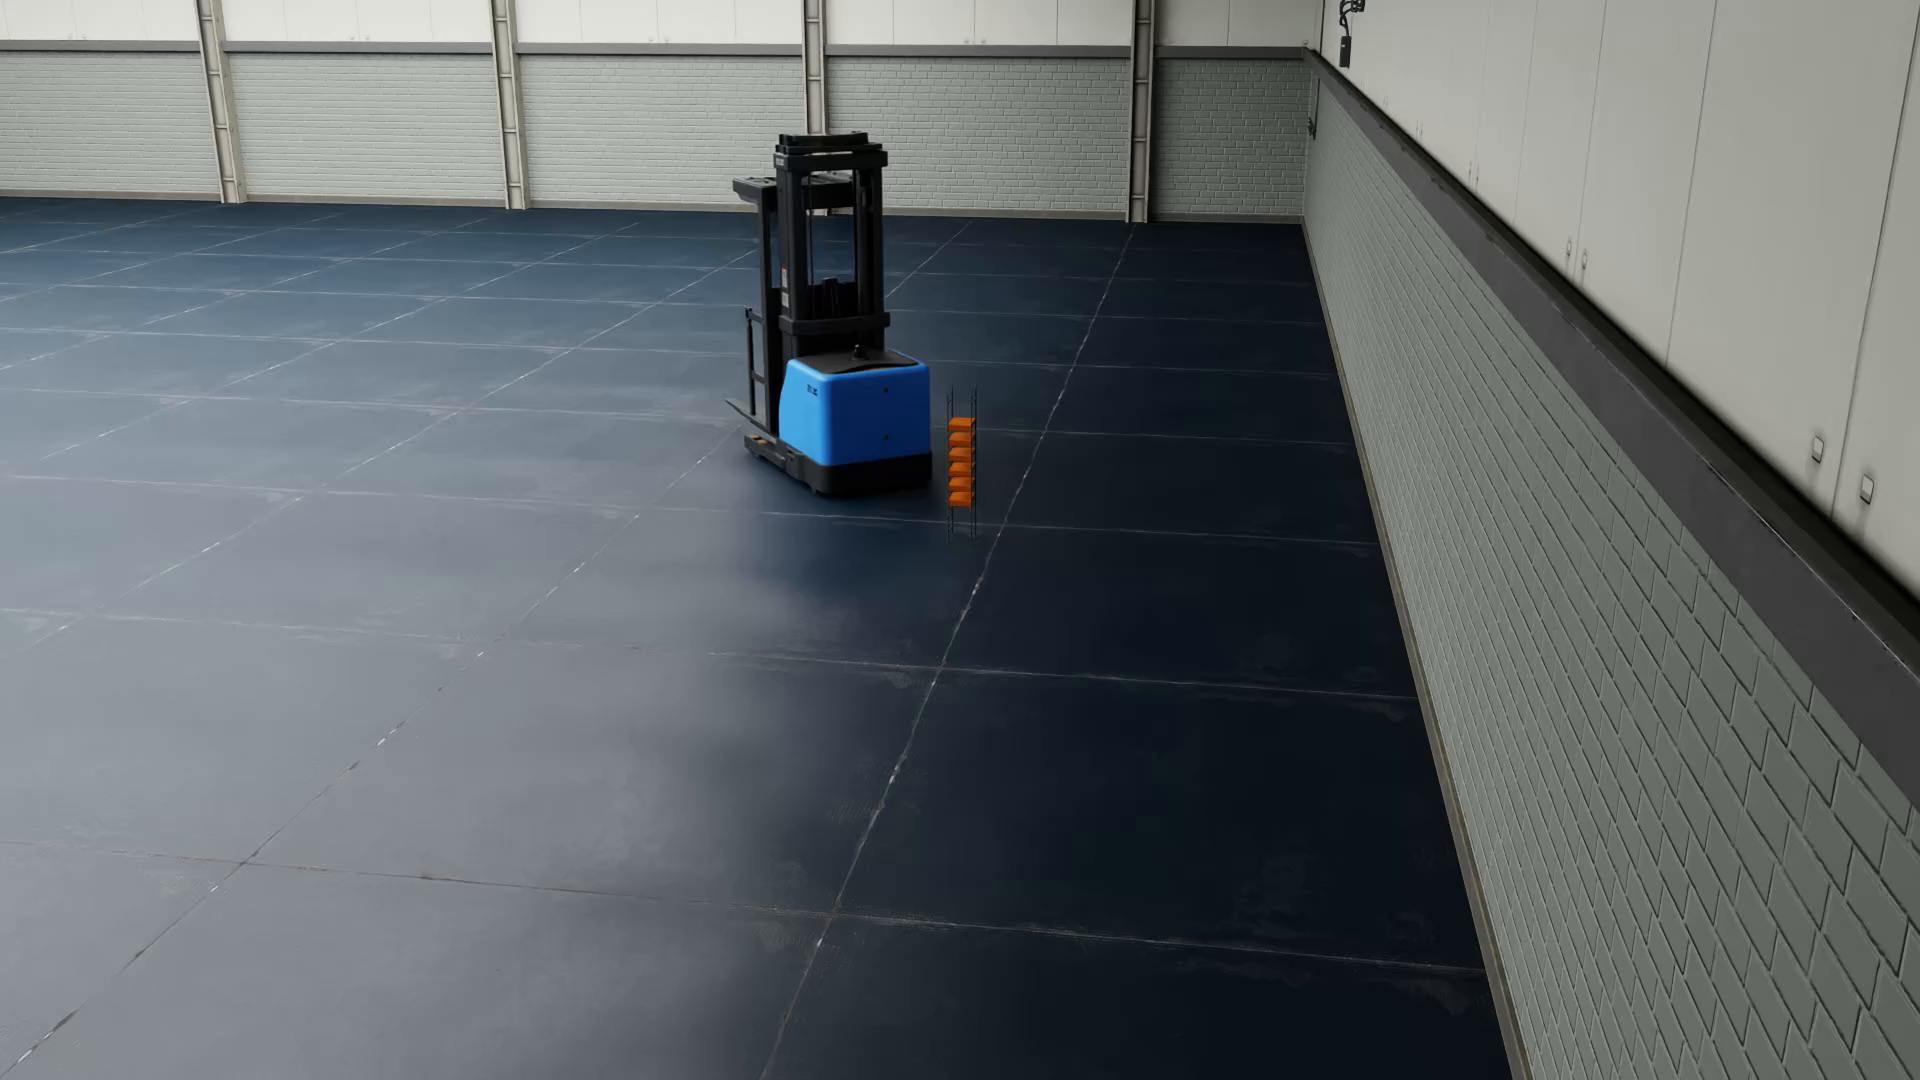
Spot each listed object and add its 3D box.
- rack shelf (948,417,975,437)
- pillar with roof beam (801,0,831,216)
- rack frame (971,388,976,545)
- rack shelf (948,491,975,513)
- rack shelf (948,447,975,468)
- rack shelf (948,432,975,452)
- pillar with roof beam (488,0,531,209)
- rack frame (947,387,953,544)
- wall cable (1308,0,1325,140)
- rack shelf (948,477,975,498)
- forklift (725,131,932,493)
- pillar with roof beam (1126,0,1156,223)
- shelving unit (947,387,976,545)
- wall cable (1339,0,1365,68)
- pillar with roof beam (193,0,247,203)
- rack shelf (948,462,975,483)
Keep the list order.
[{"bbox_3d":[0.014,-0.868,12.777,0.180,0.103,0.258,3,19,9],"label":"rack shelf"},{"bbox_3d":[-3.353,-9.081,26.029,0.400,9.000,9.100,3,19,9],"label":"pillar with roof beam"},{"bbox_3d":[0.105,-0.564,12.864,0.006,1.200,0.240,3,19,9],"label":"rack frame"},{"bbox_3d":[0.014,-0.299,12.968,0.180,0.103,0.258,3,19,9],"label":"rack shelf"},{"bbox_3d":[0.014,-0.640,12.854,0.180,0.103,0.258,3,19,9],"label":"rack shelf"},{"bbox_3d":[0.014,-0.754,12.816,0.180,0.103,0.258,3,19,9],"label":"rack shelf"},{"bbox_3d":[-9.277,-9.383,26.932,0.400,9.000,9.100,3,19,9],"label":"pillar with roof beam"},{"bbox_3d":[-0.076,-0.573,12.891,0.006,1.200,0.240,3,19,9],"label":"rack frame"},{"bbox_3d":[5.953,-8.093,27.969,0.112,2.526,3.097,3,19,9],"label":"wall cable"},{"bbox_3d":[0.014,-0.412,12.930,0.180,0.103,0.258,3,19,9],"label":"rack shelf"},{"bbox_3d":[-1.356,-2.205,15.042,1.130,2.935,3.031,-9,21,-25],"label":"forklift"},{"bbox_3d":[2.571,-8.779,25.127,0.400,9.000,9.100,3,19,9],"label":"pillar with roof beam"},{"bbox_3d":[0.014,-0.568,12.878,0.189,1.200,0.258,3,19,9],"label":"shelving unit"},{"bbox_3d":[4.432,-8.205,18.050,0.169,6.003,2.305,3,19,9],"label":"wall cable"},{"bbox_3d":[-15.201,-9.685,27.834,0.400,9.000,9.100,3,19,9],"label":"pillar with roof beam"},{"bbox_3d":[0.014,-0.526,12.892,0.180,0.103,0.258,3,19,9],"label":"rack shelf"}]
